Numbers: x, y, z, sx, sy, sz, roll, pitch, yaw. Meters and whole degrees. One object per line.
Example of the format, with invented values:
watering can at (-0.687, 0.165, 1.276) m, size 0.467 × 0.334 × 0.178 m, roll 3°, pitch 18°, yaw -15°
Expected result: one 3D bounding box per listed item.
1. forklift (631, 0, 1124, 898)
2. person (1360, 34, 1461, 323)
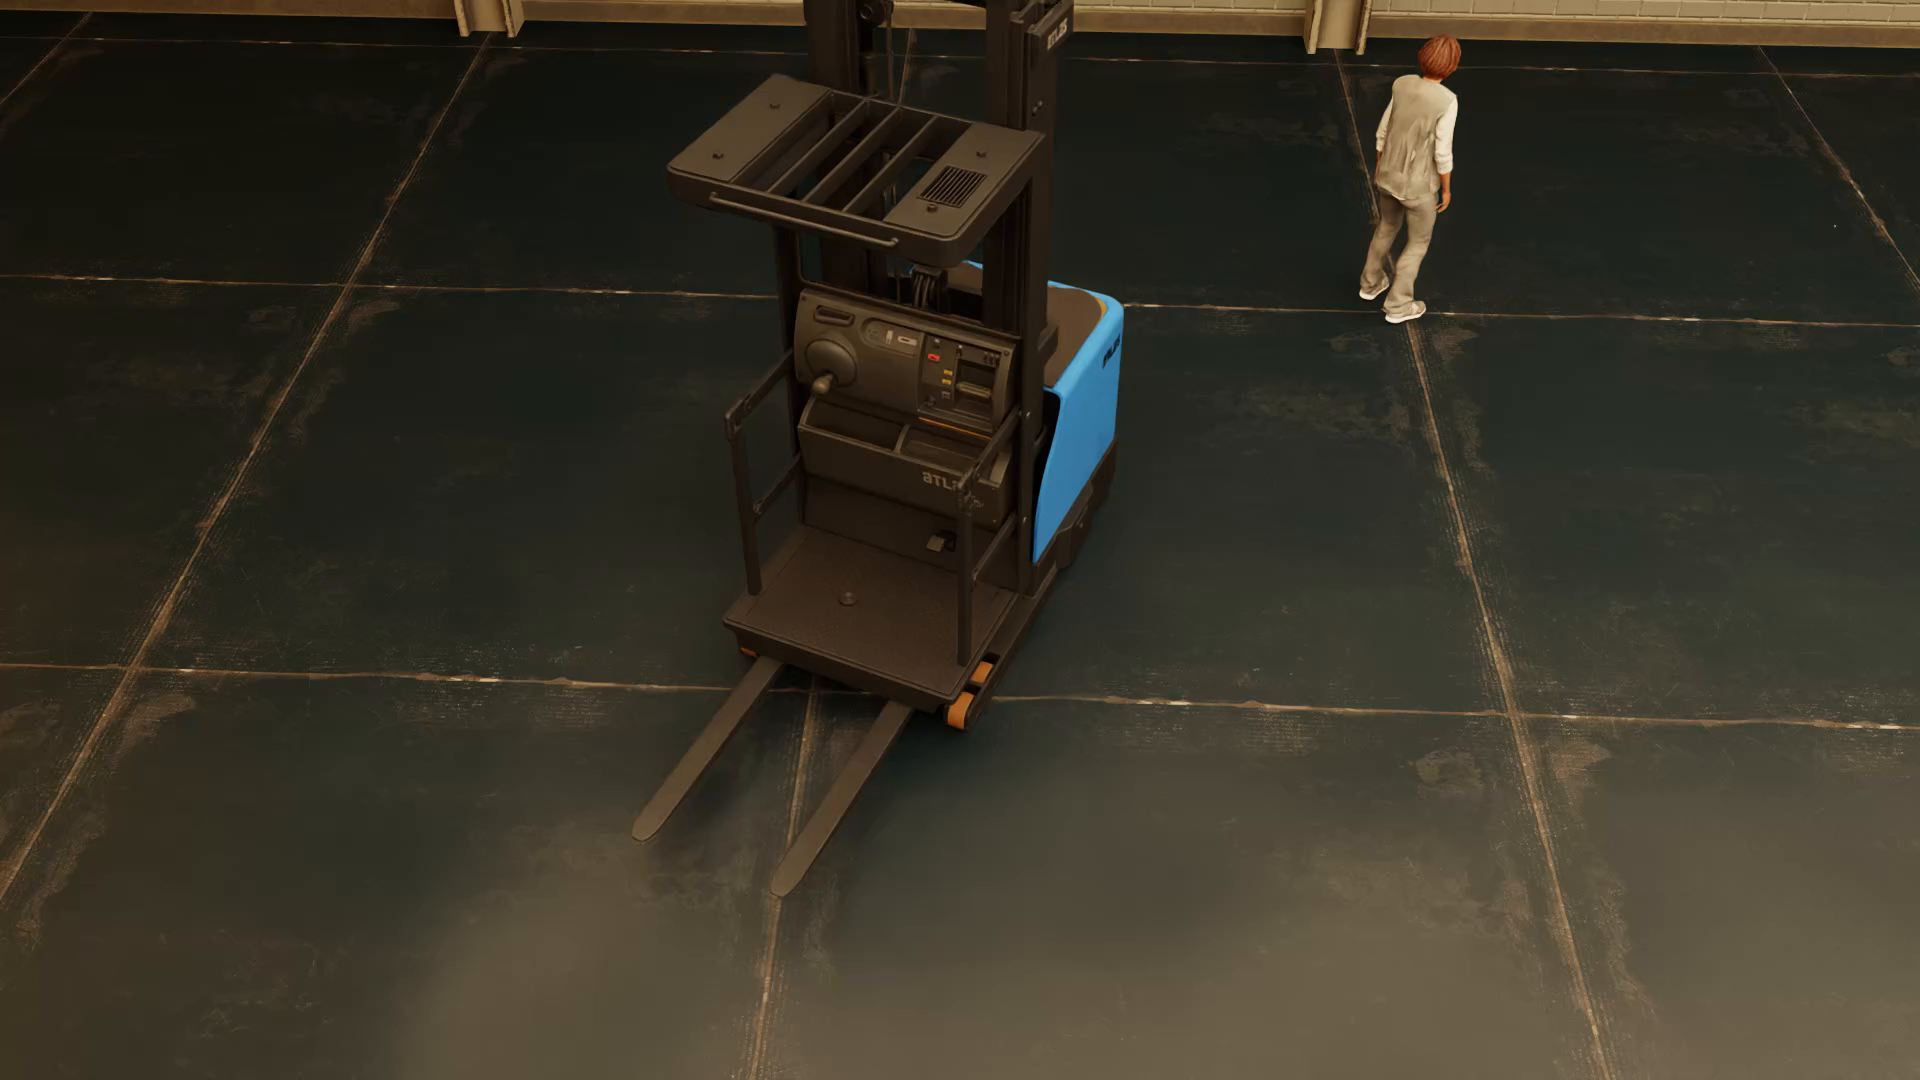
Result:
forklift at (-0.320, -0.617, 6.419) m, size 1.130 × 2.935 × 3.031 m, roll 17°, pitch 45°, yaw 18°
person at (2.403, -1.903, 8.838) m, size 0.369 × 1.588 × 0.469 m, roll -28°, pitch 49°, yaw -27°
